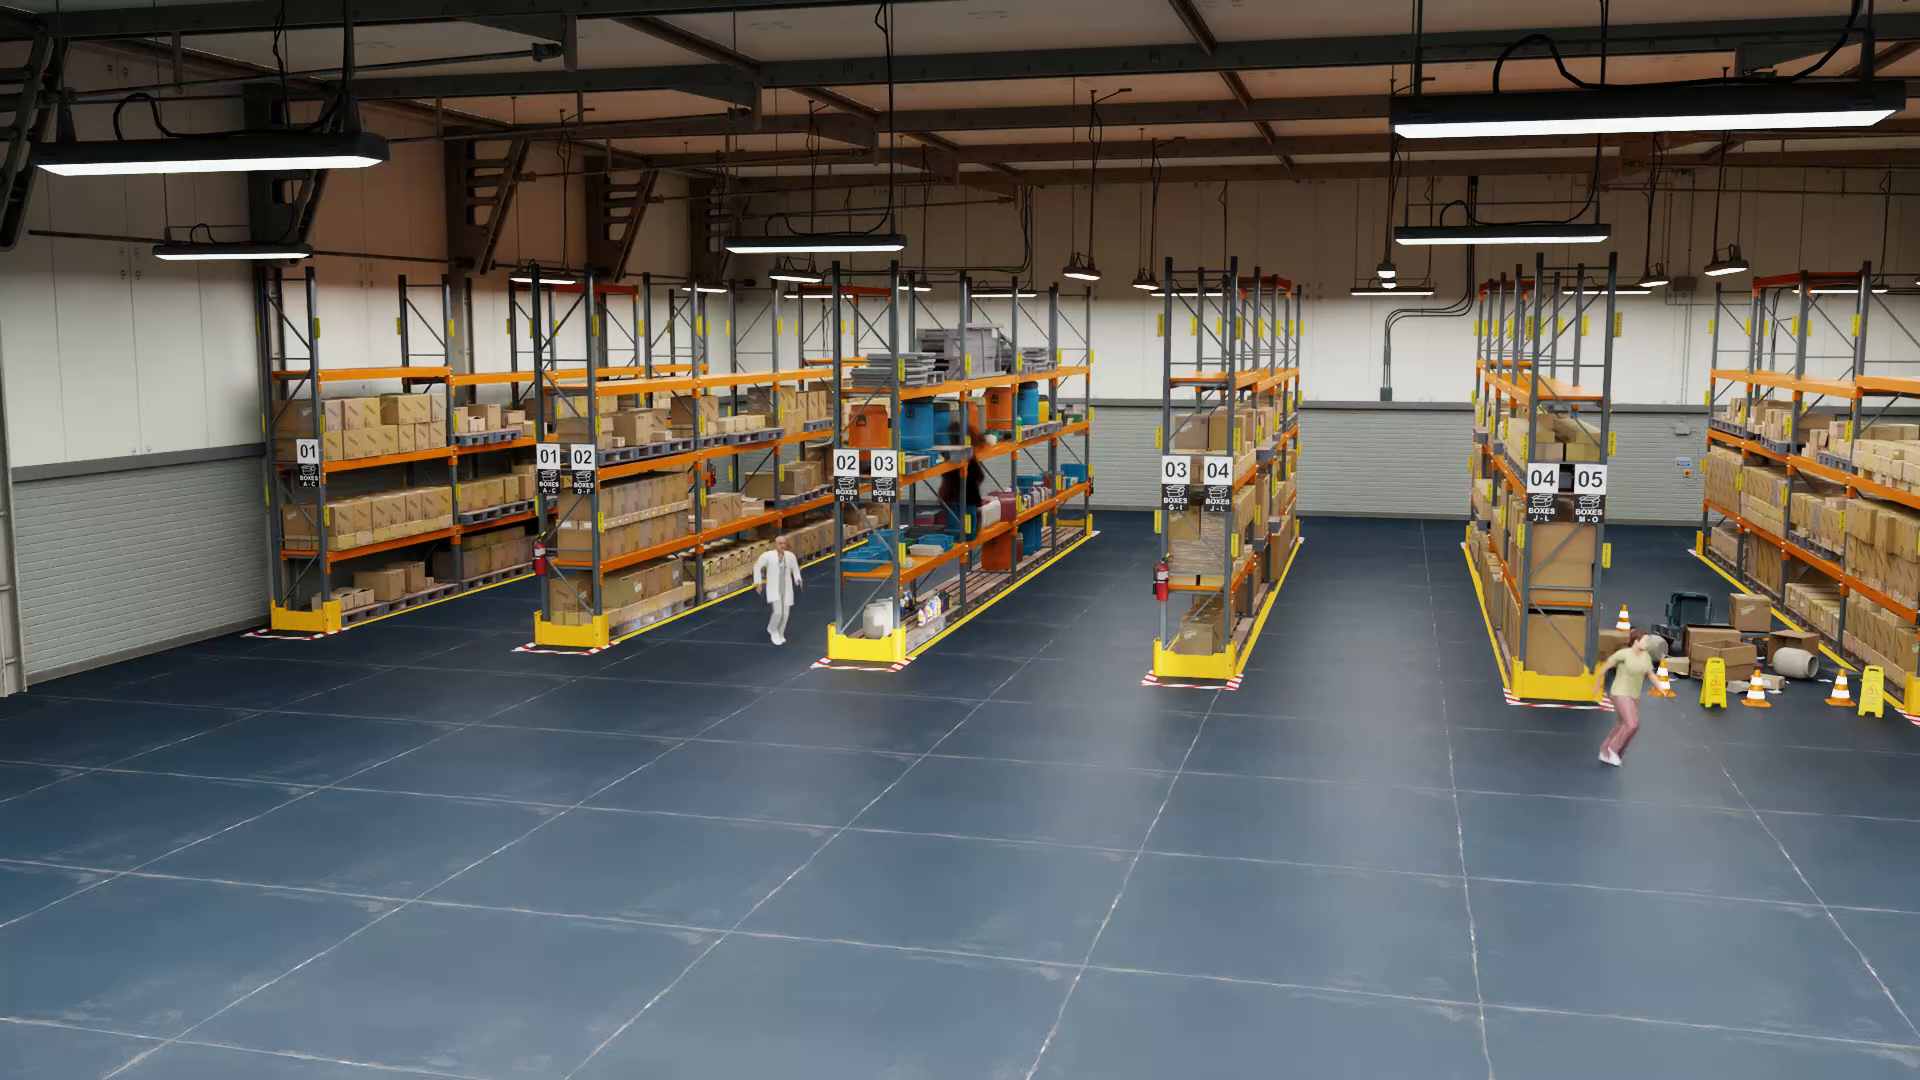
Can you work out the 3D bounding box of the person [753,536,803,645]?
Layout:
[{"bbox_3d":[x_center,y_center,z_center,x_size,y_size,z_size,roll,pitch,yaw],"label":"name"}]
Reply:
[{"bbox_3d":[-2.842,0.798,26.228,0.701,1.724,0.759,-4,8,-26],"label":"person"}]

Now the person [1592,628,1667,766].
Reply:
[{"bbox_3d":[7.648,1.790,18.954,0.550,1.615,0.736,-3,8,-25],"label":"person"}]
